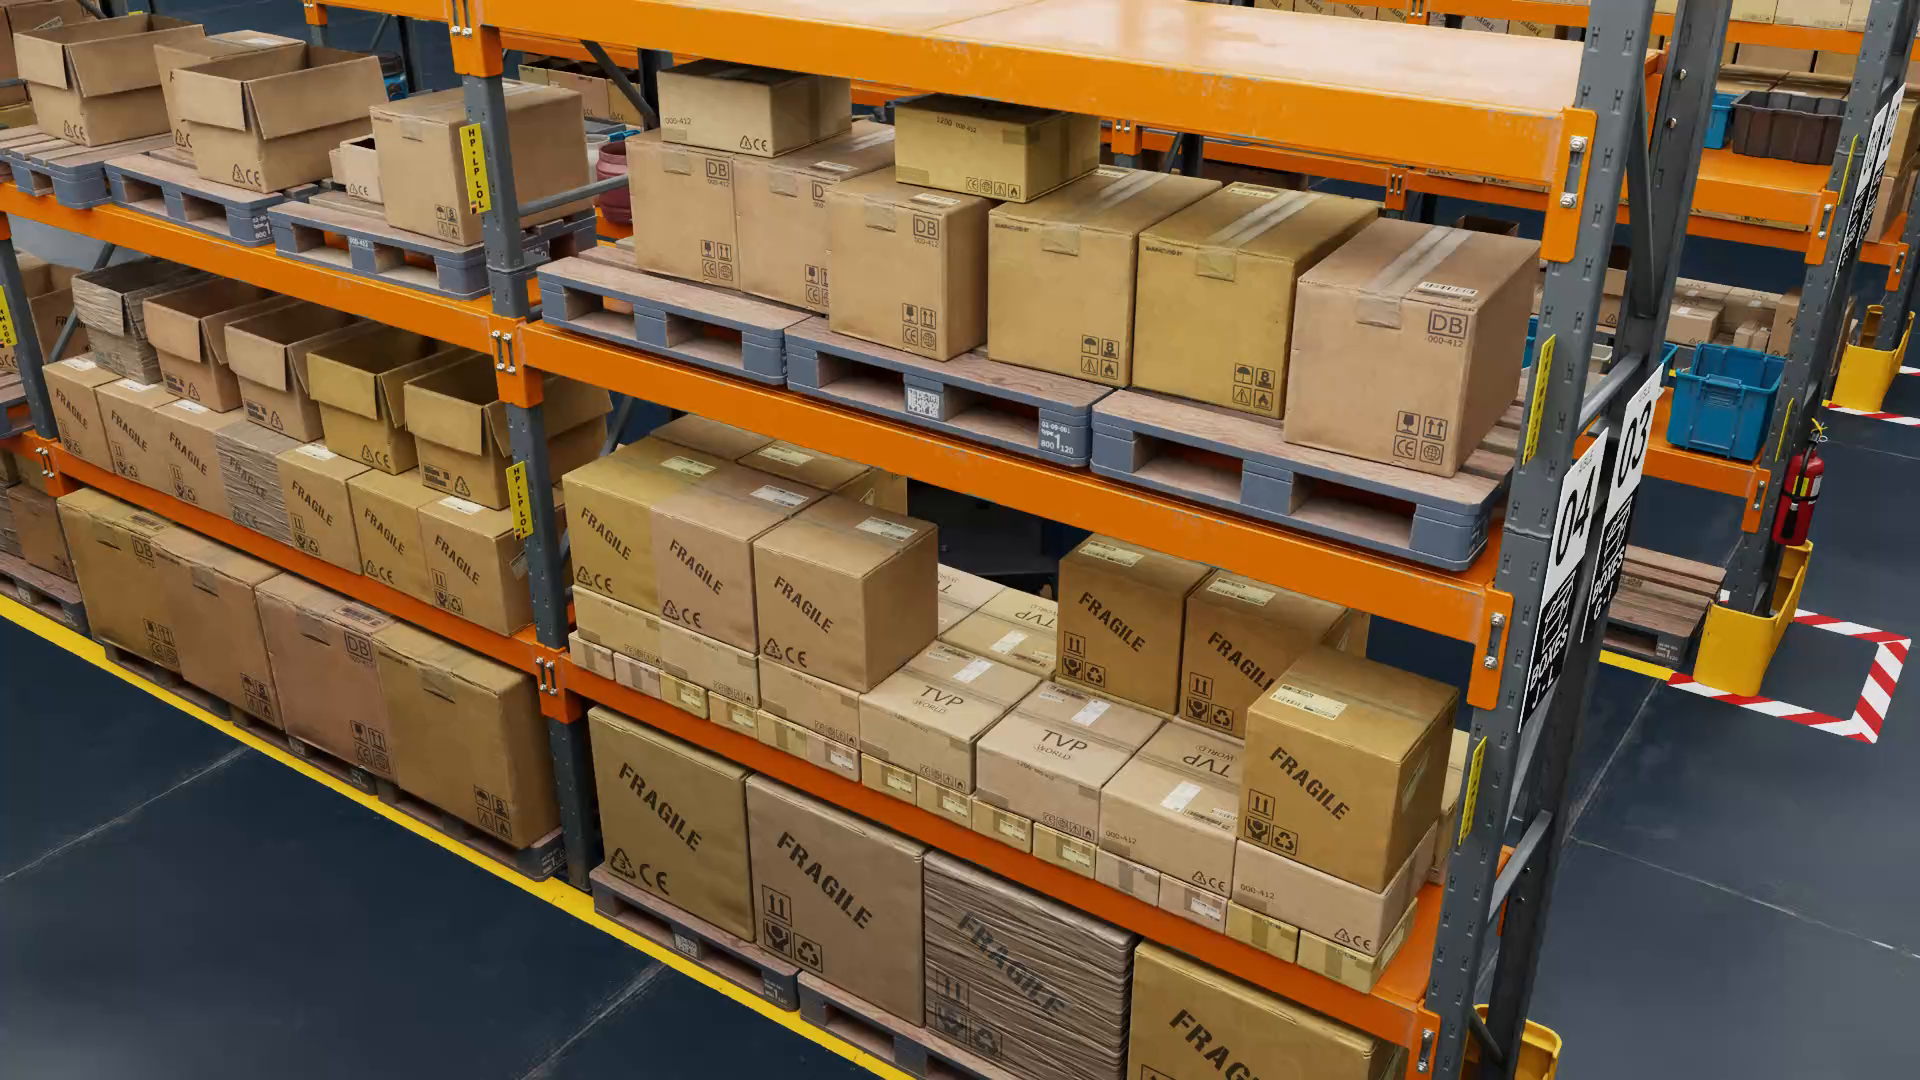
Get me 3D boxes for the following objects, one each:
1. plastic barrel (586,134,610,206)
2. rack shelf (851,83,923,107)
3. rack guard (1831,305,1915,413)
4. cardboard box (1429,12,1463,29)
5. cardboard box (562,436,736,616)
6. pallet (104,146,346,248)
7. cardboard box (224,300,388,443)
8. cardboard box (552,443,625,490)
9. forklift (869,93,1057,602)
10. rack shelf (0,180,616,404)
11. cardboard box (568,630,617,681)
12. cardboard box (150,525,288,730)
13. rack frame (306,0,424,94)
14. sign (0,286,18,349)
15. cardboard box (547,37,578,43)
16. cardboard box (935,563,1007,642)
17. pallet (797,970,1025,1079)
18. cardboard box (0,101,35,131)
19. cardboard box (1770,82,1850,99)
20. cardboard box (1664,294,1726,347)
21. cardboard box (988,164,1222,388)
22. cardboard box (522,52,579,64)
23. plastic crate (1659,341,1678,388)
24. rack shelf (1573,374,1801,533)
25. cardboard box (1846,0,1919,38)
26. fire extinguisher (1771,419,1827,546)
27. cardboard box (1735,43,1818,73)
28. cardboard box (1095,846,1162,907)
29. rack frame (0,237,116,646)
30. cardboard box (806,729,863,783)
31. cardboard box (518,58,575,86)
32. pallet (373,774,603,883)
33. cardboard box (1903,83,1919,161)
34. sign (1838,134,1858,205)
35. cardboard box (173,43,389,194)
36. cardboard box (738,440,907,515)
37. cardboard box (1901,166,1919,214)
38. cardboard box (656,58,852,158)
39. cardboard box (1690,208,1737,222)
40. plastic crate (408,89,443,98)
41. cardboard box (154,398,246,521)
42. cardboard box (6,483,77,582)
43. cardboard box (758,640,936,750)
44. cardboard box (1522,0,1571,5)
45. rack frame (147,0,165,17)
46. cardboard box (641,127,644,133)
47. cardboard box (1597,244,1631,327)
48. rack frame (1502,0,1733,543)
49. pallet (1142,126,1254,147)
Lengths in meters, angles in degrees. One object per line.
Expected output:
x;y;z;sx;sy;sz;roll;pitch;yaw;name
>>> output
-2.971;-2.998;13.484;0.421;0.512;0.421;0;27;0;plastic barrel
-0.843;-4.808;17.957;4.000;0.370;1.077;17;32;30;rack shelf
7.337;-1.466;13.353;0.348;0.500;1.175;17;32;30;rack guard
5.545;-5.910;18.870;0.500;0.500;0.500;17;32;30;cardboard box
-1.259;-0.066;6.858;0.500;0.500;0.500;17;32;30;cardboard box
-3.322;-1.733;8.024;1.213;0.211;1.003;19;33;33;pallet
-3.121;-0.872;8.214;0.637;0.503;0.797;18;32;32;cardboard box
-1.747;-0.141;7.884;0.500;0.500;0.500;17;32;30;cardboard box
-0.006;-0.993;9.743;1.130;2.935;3.031;-3;27;-5;forklift
-3.158;-1.415;7.983;4.000;0.370;1.077;17;32;30;rack shelf
-1.454;0.427;7.154;0.250;0.149;0.380;17;32;30;cardboard box
-3.519;0.264;9.077;0.875;0.875;1.225;17;32;30;cardboard box
-5.299;-3.791;15.166;0.127;3.000;1.000;17;32;30;rack frame
-5.106;-1.188;8.861;0.005;0.325;0.100;17;32;30;sign
-4.570;-6.326;20.037;0.500;0.500;0.700;18;32;31;cardboard box
-0.148;0.328;6.911;0.500;0.250;0.500;18;32;31;cardboard box
0.083;1.895;7.067;1.213;0.211;1.003;17;32;30;pallet
-5.337;-2.212;8.922;0.500;0.250;0.500;17;32;30;cardboard box
6.460;-3.191;12.775;0.500;0.500;0.500;18;32;32;cardboard box
6.046;-1.834;13.867;0.500;0.250;0.500;17;32;30;cardboard box
0.480;-0.889;5.472;0.500;0.500;0.700;15;31;27;cardboard box
-5.178;-5.939;21.128;0.500;0.500;0.500;17;32;30;cardboard box
4.032;-1.017;9.834;0.300;0.233;0.416;17;32;30;plastic crate
2.943;-0.902;10.283;4.000;0.370;1.077;17;32;30;rack shelf
6.827;-3.864;12.167;0.500;0.250;0.500;17;32;30;cardboard box
4.459;-0.300;8.803;0.183;0.674;0.296;17;32;30;fire extinguisher
8.546;-5.056;17.321;0.700;0.700;0.980;16;31;28;cardboard box
0.680;1.090;5.852;0.250;0.149;0.380;18;32;31;cardboard box
-4.806;-0.912;9.509;0.127;3.000;1.000;17;32;30;rack frame
-0.385;0.760;6.500;0.250;0.149;0.380;18;32;31;cardboard box
-5.060;-5.616;20.495;0.500;0.500;0.500;17;32;30;cardboard box
-2.188;1.188;8.457;1.213;0.211;1.003;17;32;30;pallet
7.183;-3.263;12.916;0.500;0.500;0.500;18;32;32;cardboard box
4.294;-1.790;8.042;0.005;0.325;0.100;17;32;30;sign
-3.110;-1.966;7.695;0.637;0.503;0.797;17;31;30;cardboard box
-0.568;-0.137;6.996;0.500;0.500;0.500;18;32;31;cardboard box
9.568;-3.629;17.140;0.500;0.500;0.700;17;32;30;cardboard box
-0.738;-1.588;6.020;0.500;0.250;0.500;15;31;27;cardboard box
6.039;-2.880;13.266;0.500;0.500;0.500;18;32;31;cardboard box
-4.727;-3.810;15.132;0.583;0.464;0.402;17;32;30;plastic crate
-3.709;-0.468;8.527;0.500;0.500;0.500;17;31;29;cardboard box
-5.370;-0.159;10.300;0.500;0.500;0.700;15;31;28;cardboard box
-0.433;0.528;6.516;0.500;0.250;0.500;18;32;32;cardboard box
4.773;-4.510;13.438;0.500;0.250;0.500;17;32;30;cardboard box
-8.597;-4.818;17.184;0.127;3.000;1.000;17;32;30;rack frame
-3.404;-4.773;19.664;0.500;0.250;0.500;17;32;30;cardboard box
5.654;-2.191;14.289;0.637;0.503;0.797;17;32;30;cardboard box
1.788;-1.531;4.112;0.127;3.000;1.000;17;32;30;rack frame
2.411;-4.032;15.850;1.213;0.211;1.003;17;32;30;pallet
